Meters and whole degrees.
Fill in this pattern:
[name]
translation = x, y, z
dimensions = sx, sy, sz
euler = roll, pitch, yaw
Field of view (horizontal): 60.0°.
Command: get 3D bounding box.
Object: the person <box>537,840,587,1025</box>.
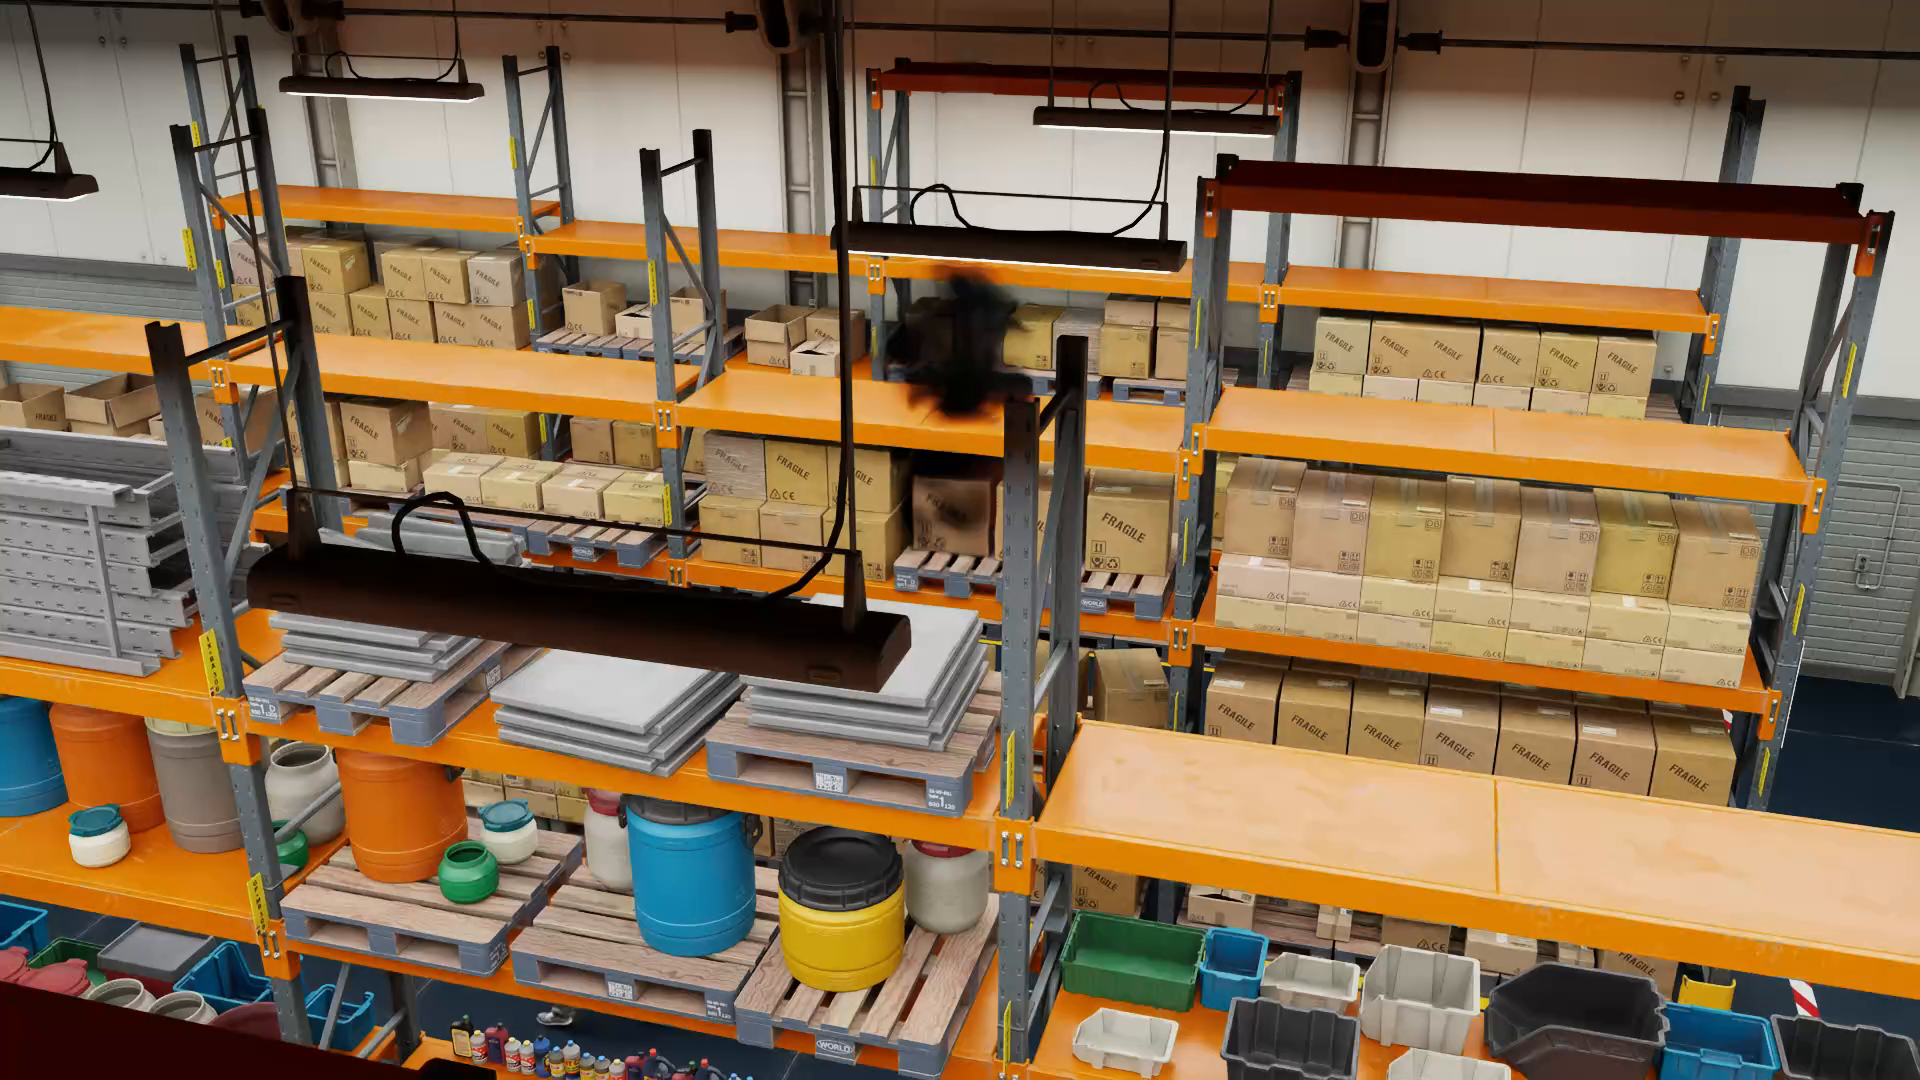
[person]
translation = -2.706, 2.824, 11.915
dimensions = 0.819, 1.573, 0.552
euler = 3, 23, 8
